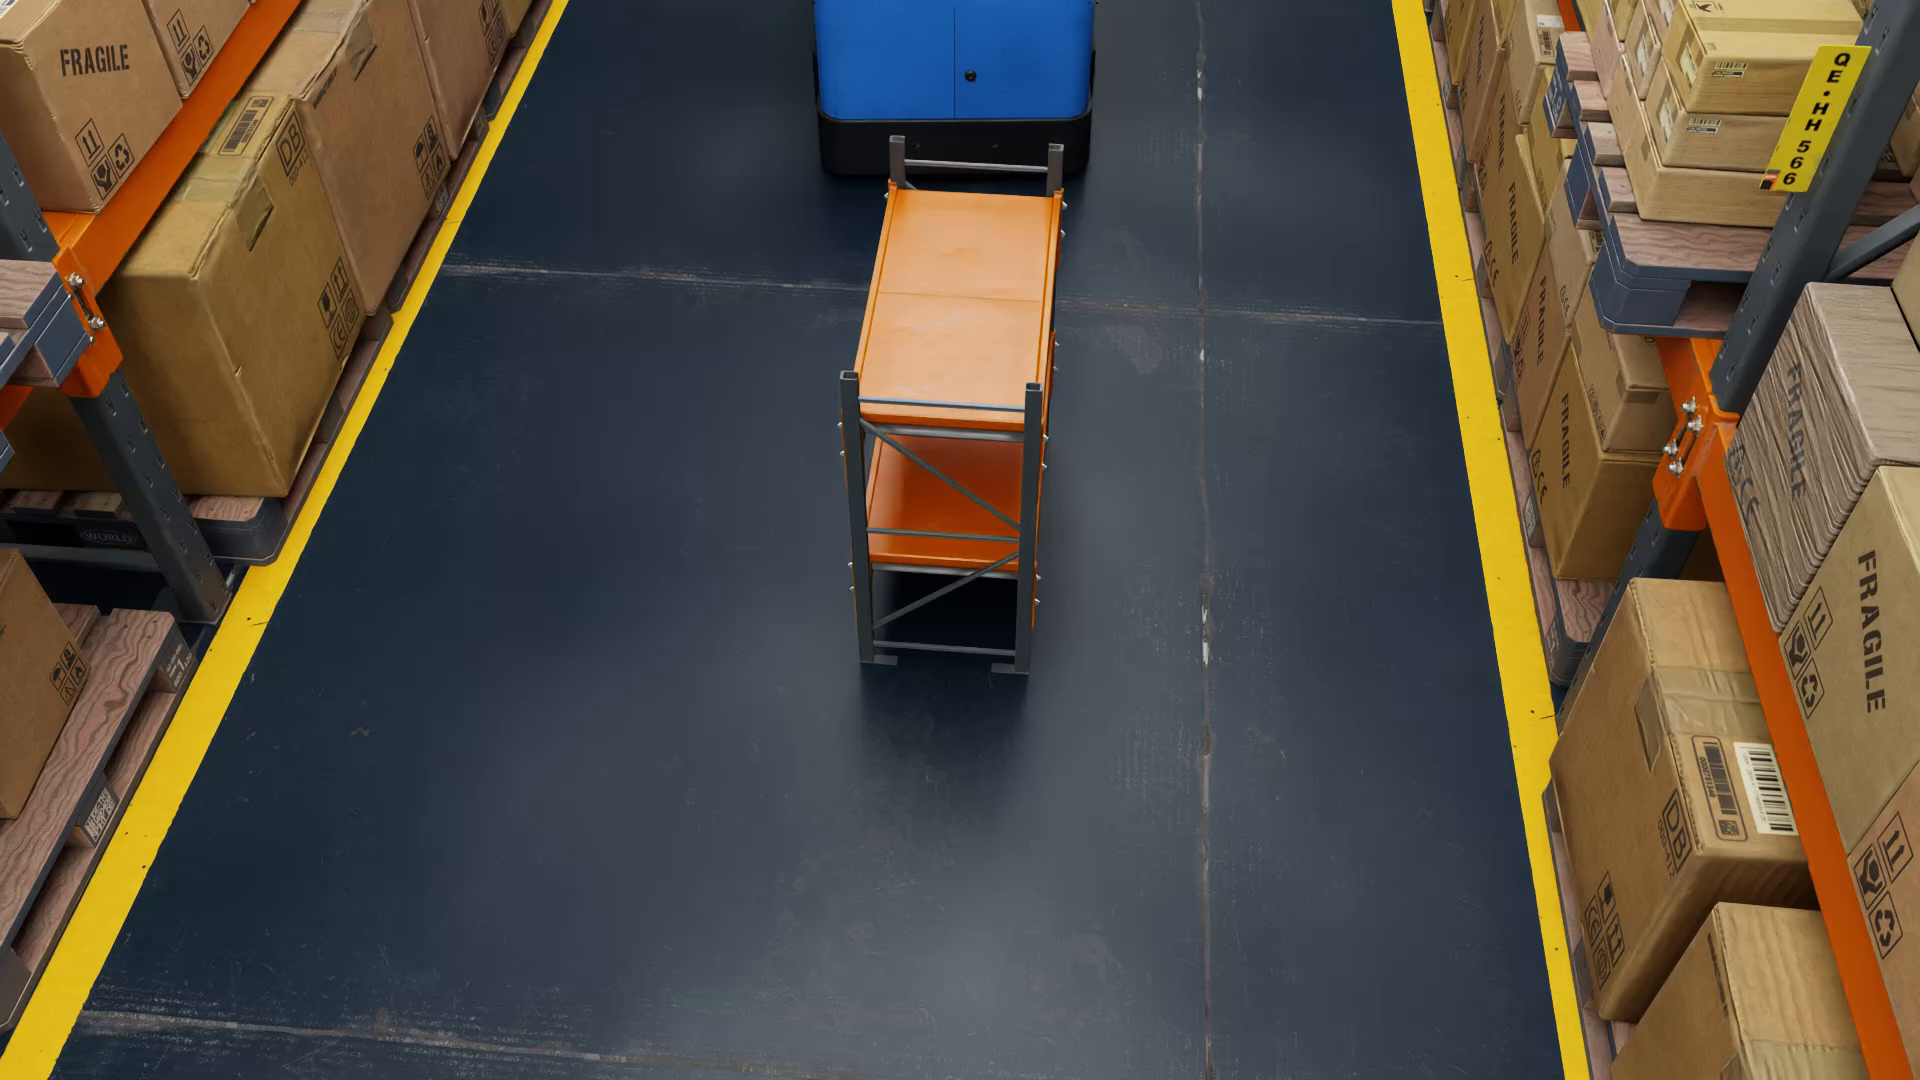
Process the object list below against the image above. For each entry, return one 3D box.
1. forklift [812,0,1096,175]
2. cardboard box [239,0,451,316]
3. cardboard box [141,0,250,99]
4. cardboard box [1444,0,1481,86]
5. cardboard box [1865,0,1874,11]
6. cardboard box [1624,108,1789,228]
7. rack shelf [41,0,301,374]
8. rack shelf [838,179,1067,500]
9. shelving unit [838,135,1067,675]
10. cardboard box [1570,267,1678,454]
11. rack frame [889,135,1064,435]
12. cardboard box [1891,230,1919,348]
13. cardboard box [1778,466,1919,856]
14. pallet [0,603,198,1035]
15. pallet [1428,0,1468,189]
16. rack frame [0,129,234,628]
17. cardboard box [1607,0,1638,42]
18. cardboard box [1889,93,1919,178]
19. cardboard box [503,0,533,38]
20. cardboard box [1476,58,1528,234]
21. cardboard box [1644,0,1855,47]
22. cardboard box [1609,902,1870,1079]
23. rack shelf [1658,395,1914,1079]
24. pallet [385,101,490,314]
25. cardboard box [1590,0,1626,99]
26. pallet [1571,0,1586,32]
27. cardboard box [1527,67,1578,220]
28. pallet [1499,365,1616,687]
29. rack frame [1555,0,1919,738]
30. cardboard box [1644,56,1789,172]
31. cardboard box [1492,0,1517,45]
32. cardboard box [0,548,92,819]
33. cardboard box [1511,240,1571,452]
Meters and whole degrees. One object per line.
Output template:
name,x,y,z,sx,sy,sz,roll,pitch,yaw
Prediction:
forklift,-0.034,-3.477,6.444,1.130,2.935,3.031,0,48,0
cardboard box,-2.555,-1.413,5.665,1.225,0.875,0.875,4,48,4
cardboard box,-2.368,-1.580,4.595,0.500,0.500,0.500,3,48,2
cardboard box,2.235,-2.133,6.578,0.500,0.500,0.500,6,48,5
cardboard box,2.490,-1.316,4.105,0.380,0.149,0.250,3,48,2
cardboard box,1.790,-0.871,3.900,0.380,0.149,0.250,5,48,4
rack shelf,-2.545,-2.055,5.585,1.077,0.370,4.000,4,48,4
rack shelf,0.001,-0.582,4.623,0.538,0.278,1.000,4,48,4
shelving unit,0.001,-0.385,4.839,0.538,1.125,1.048,4,48,4
cardboard box,2.004,-0.492,4.569,0.500,0.250,0.500,3,48,3
rack frame,0.047,-0.758,5.181,0.500,1.125,0.032,4,48,4
cardboard box,2.152,-0.463,2.895,0.700,0.500,0.500,4,48,3
cardboard box,1.849,0.231,2.938,0.500,0.500,0.500,3,48,3
pallet,-2.800,0.687,4.479,1.003,0.211,1.213,4,48,4
pallet,2.497,-1.847,6.796,1.003,0.211,1.213,4,48,4
rack frame,-2.728,-0.829,3.975,1.000,3.000,0.127,4,48,4
cardboard box,1.838,-1.362,4.147,0.380,0.149,0.250,5,48,4
cardboard box,2.469,-0.990,4.008,0.380,0.149,0.250,6,48,5
cardboard box,-2.402,-2.721,6.861,1.225,0.875,0.875,4,48,4
cardboard box,2.155,-1.358,5.869,0.500,0.500,0.500,5,48,4
cardboard box,1.816,-1.254,3.847,0.380,0.149,0.250,3,48,3
cardboard box,1.981,1.281,3.286,1.050,0.750,0.750,5,48,4
rack shelf,2.020,1.292,2.523,1.077,0.370,4.000,4,48,4
pallet,-2.467,-1.356,6.347,1.003,0.211,1.213,4,48,4
cardboard box,1.837,-1.243,4.239,0.380,0.149,0.250,5,48,4
pallet,2.342,-1.813,5.006,1.003,0.211,1.213,4,48,4
cardboard box,2.101,-1.236,5.249,0.500,0.250,0.500,5,48,4
pallet,2.275,-0.054,5.156,1.003,0.211,1.213,4,48,4
rack frame,2.202,-0.421,3.602,1.000,3.000,0.127,4,48,4
cardboard box,1.794,-0.972,3.790,0.380,0.149,0.250,5,48,4
cardboard box,2.190,-1.995,5.943,0.500,0.250,0.500,5,48,5
cardboard box,-2.769,0.360,4.284,0.700,0.500,0.500,2,48,1
cardboard box,2.053,-0.601,5.177,0.500,0.500,0.500,6,48,5
